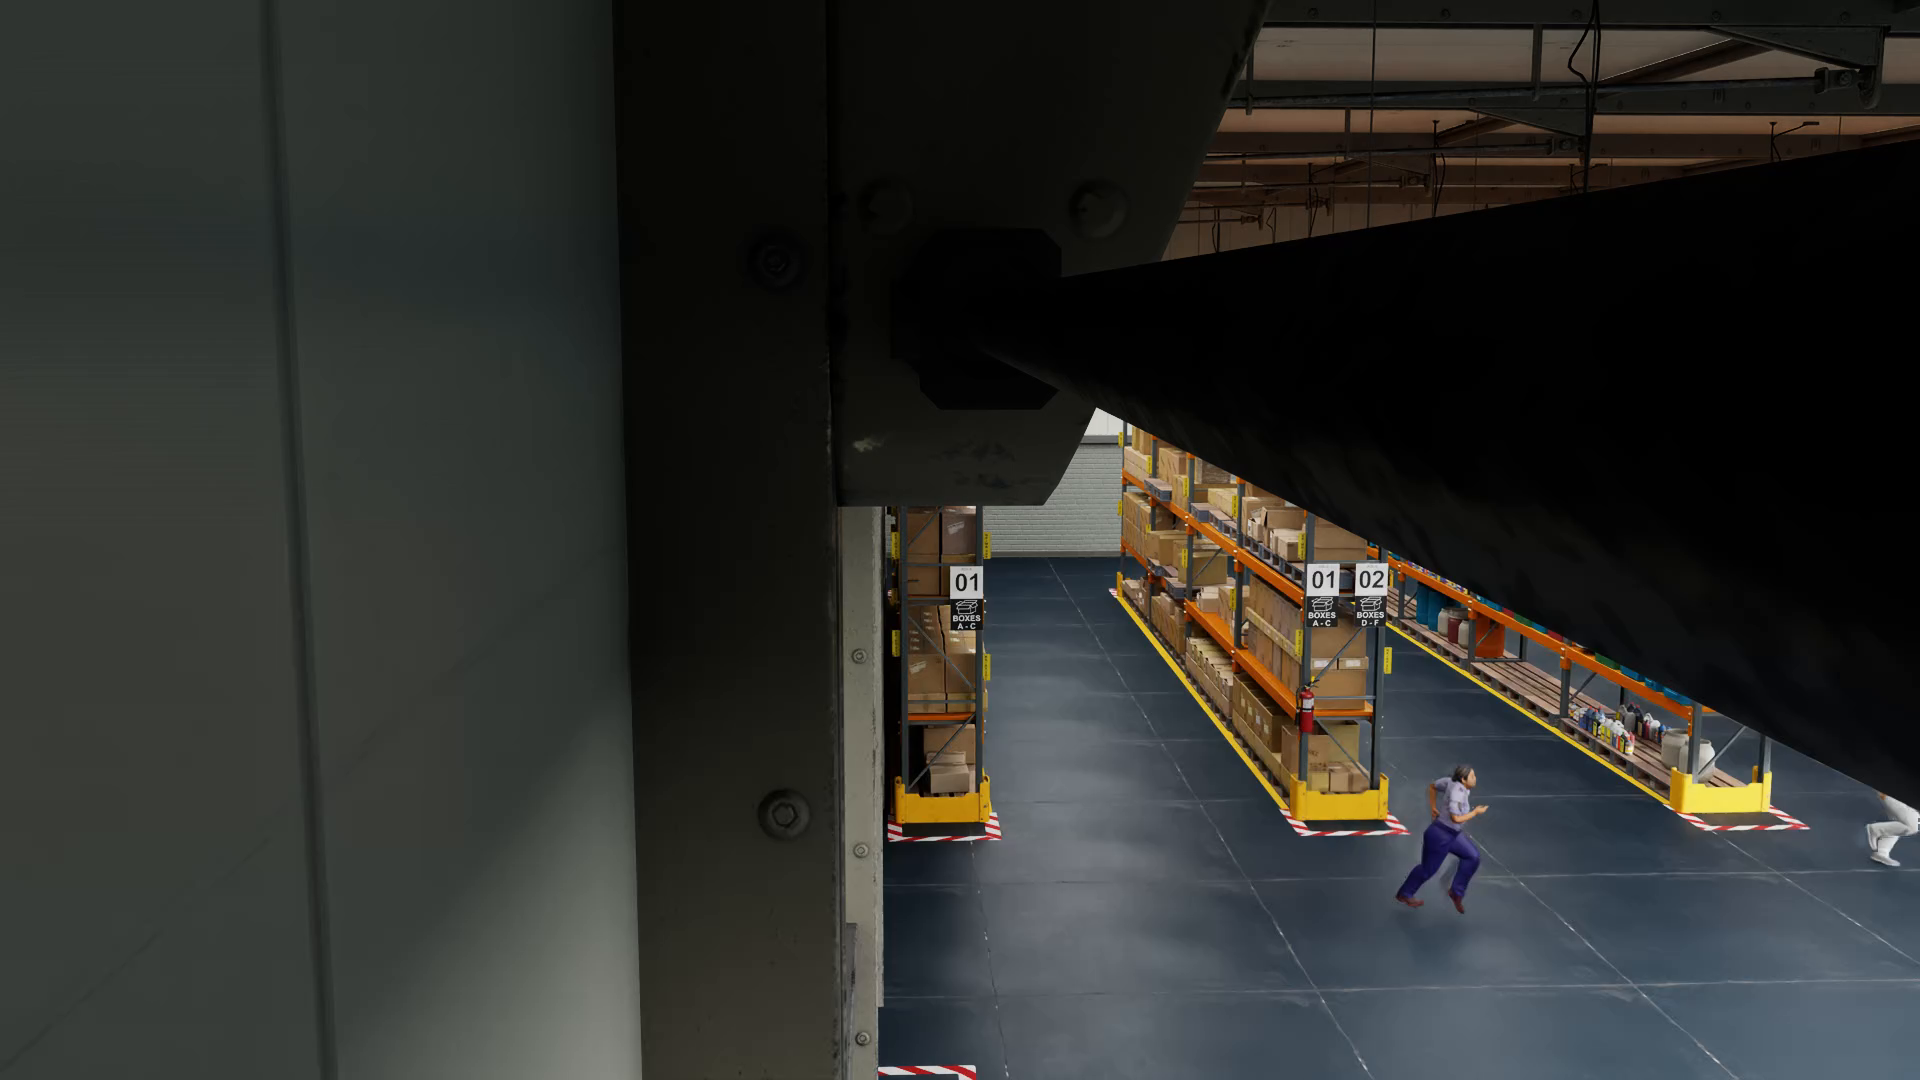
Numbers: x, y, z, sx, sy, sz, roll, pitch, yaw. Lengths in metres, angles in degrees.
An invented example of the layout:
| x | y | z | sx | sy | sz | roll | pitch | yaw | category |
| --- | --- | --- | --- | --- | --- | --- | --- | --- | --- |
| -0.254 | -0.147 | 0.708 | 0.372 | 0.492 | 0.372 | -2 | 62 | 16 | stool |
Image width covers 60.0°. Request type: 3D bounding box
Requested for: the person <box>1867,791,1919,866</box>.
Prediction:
| x | y | z | sx | sy | sz | roll | pitch | yaw | category |
| --- | --- | --- | --- | --- | --- | --- | --- | --- | --- |
| 10.702 | 2.922 | 18.887 | 0.679 | 1.595 | 0.594 | 3 | 9 | 23 | person |

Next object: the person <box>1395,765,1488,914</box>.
| x | y | z | sx | sy | sz | roll | pitch | yaw | category |
| --- | --- | --- | --- | --- | --- | --- | --- | --- | --- |
| 5.029 | 3.115 | 17.341 | 0.892 | 1.625 | 0.589 | 4 | 9 | 24 | person |
